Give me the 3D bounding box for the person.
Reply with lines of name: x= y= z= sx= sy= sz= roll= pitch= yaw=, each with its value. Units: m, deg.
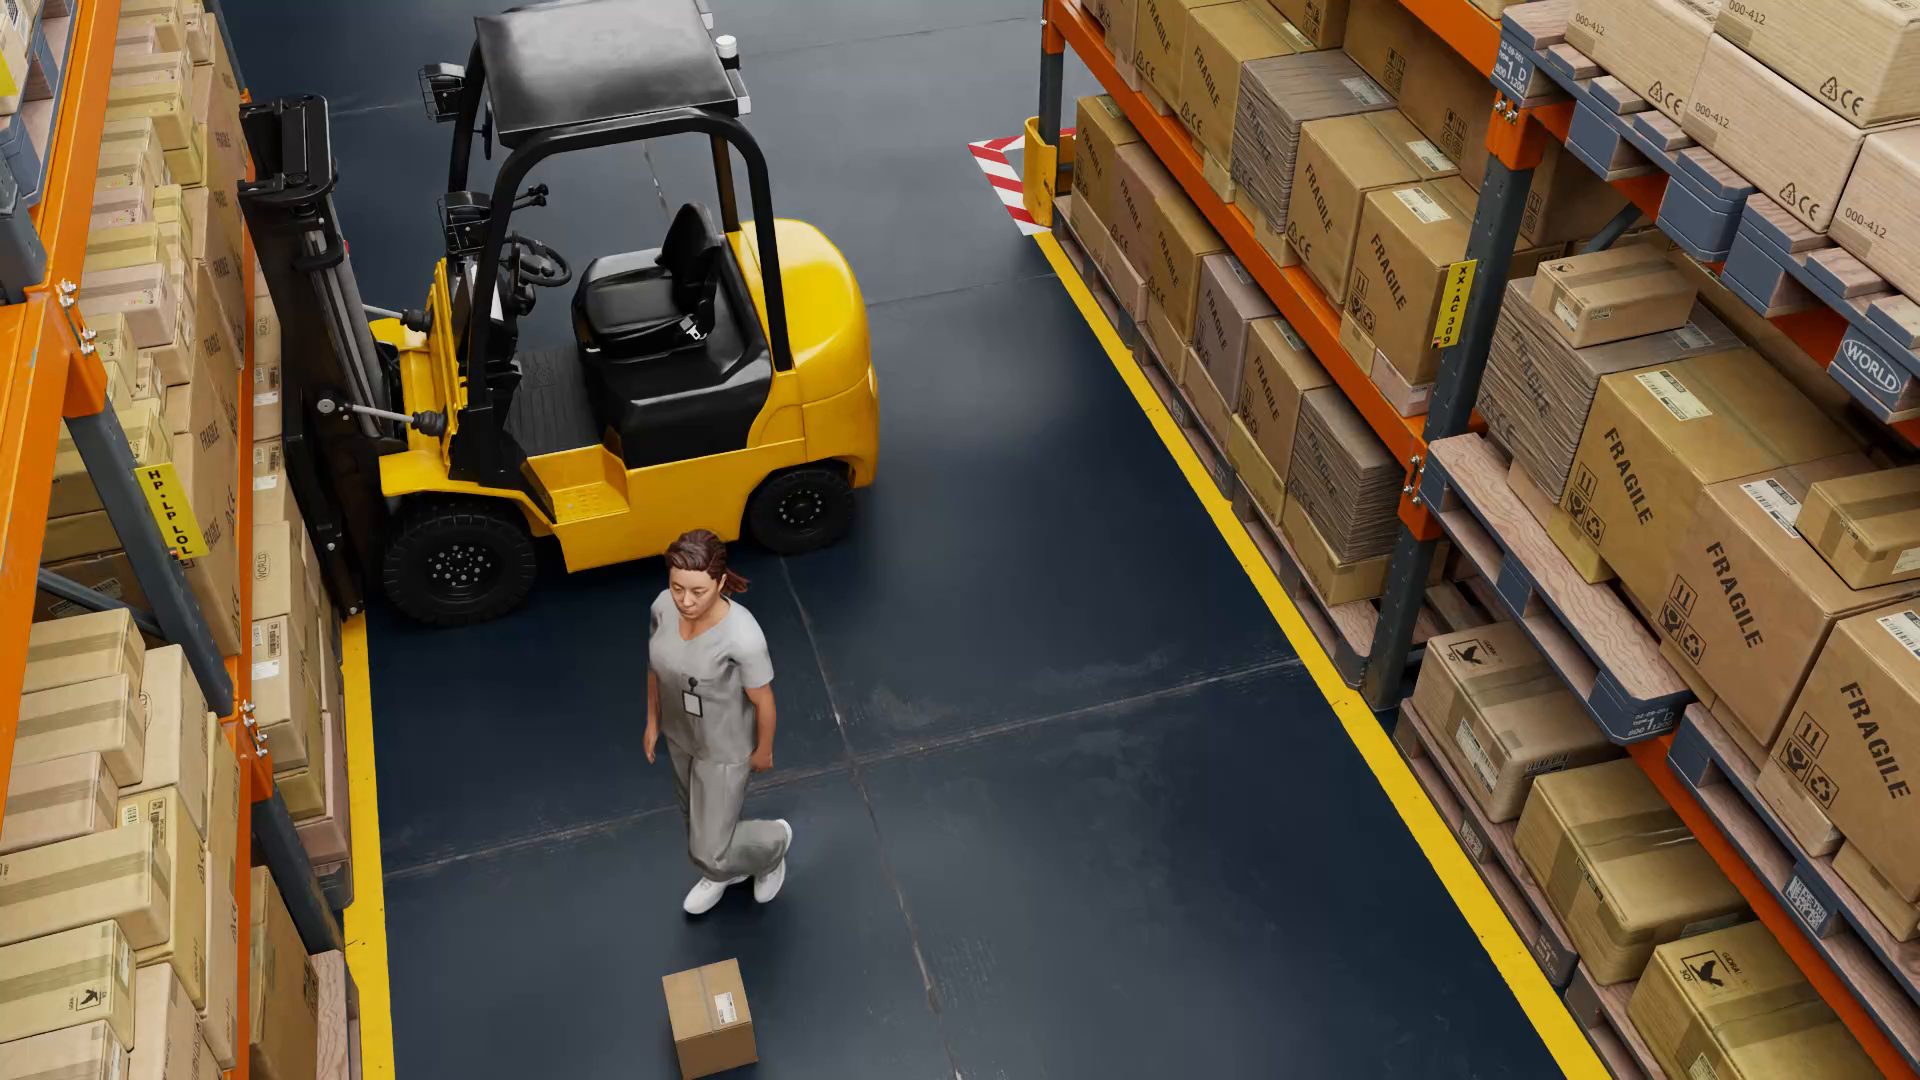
person: x=-0.825 y=0.651 z=5.422 sx=0.454 sy=1.663 sz=0.461 roll=29 pitch=50 yaw=28
